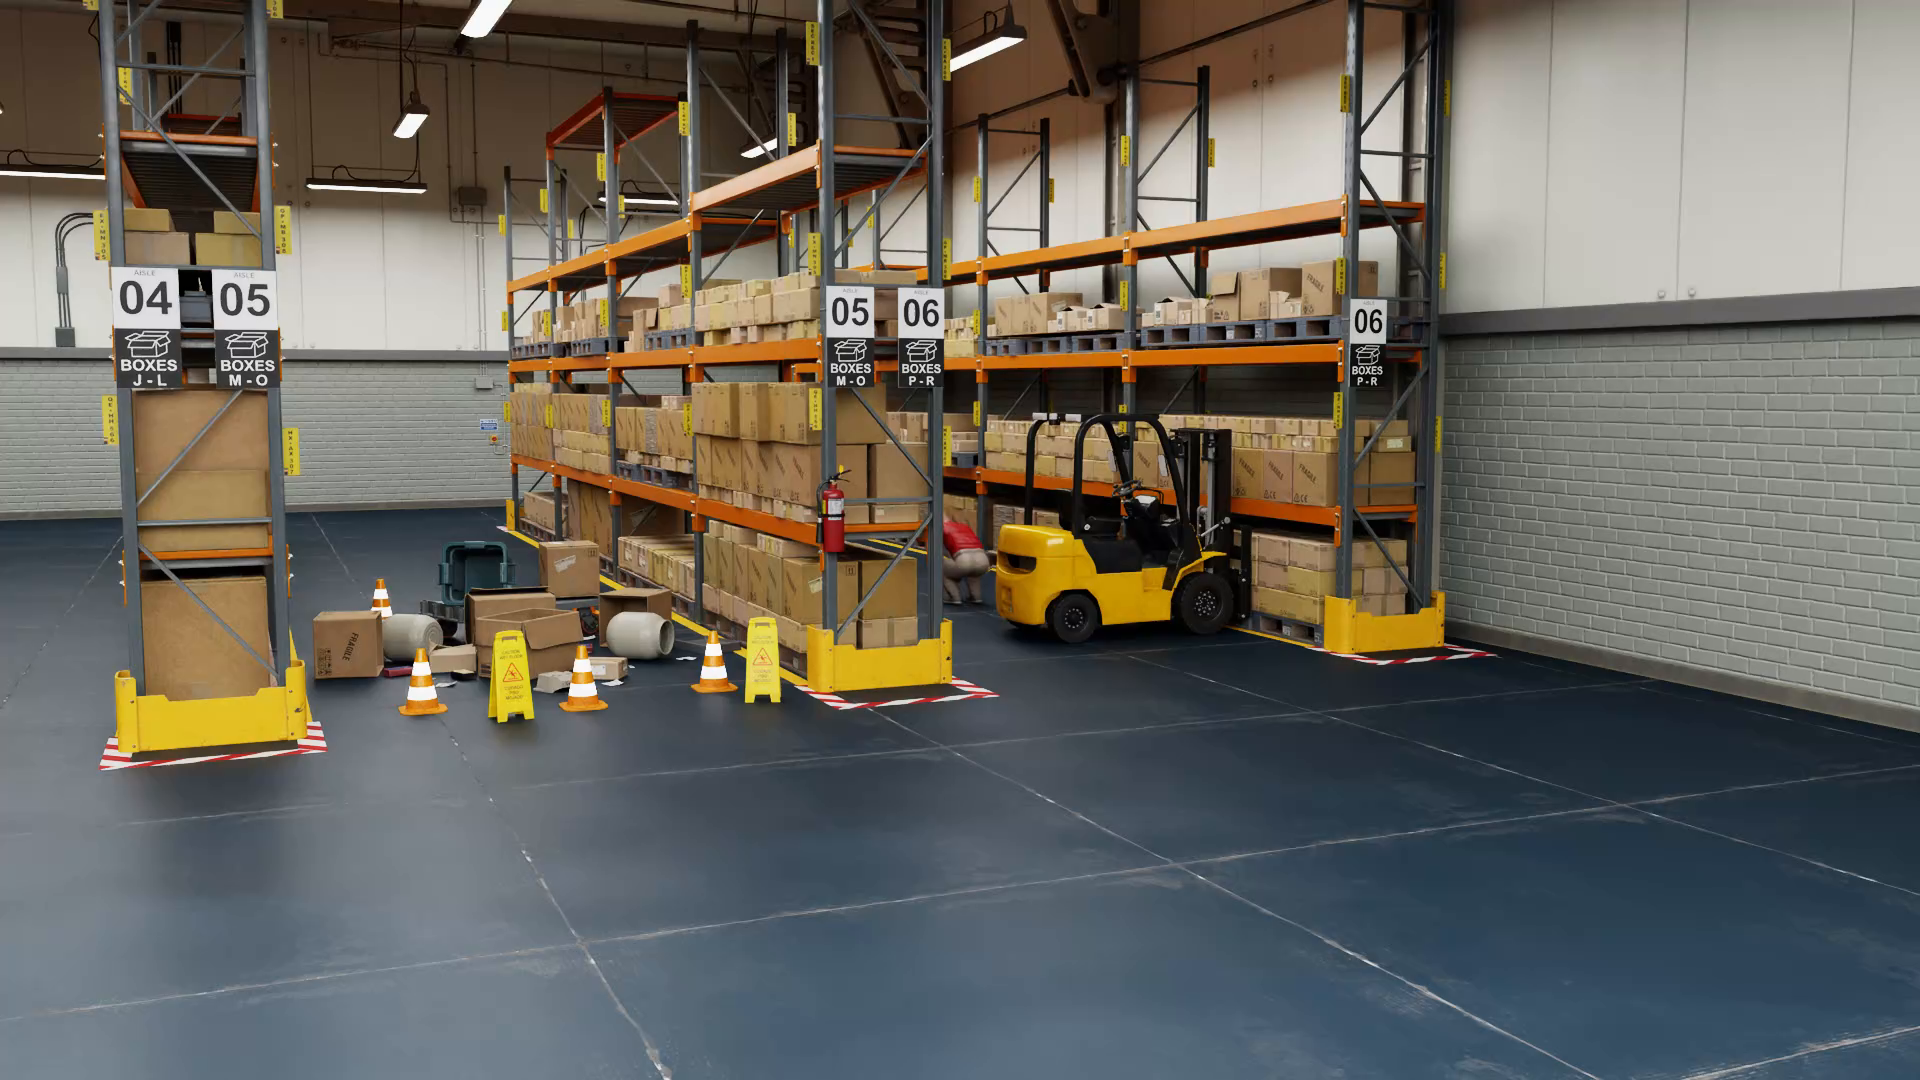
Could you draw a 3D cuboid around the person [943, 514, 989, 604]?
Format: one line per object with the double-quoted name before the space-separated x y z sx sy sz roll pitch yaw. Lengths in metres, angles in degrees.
"person" -0.032 0.213 18.616 0.558 0.983 0.883 -2 6 -24
